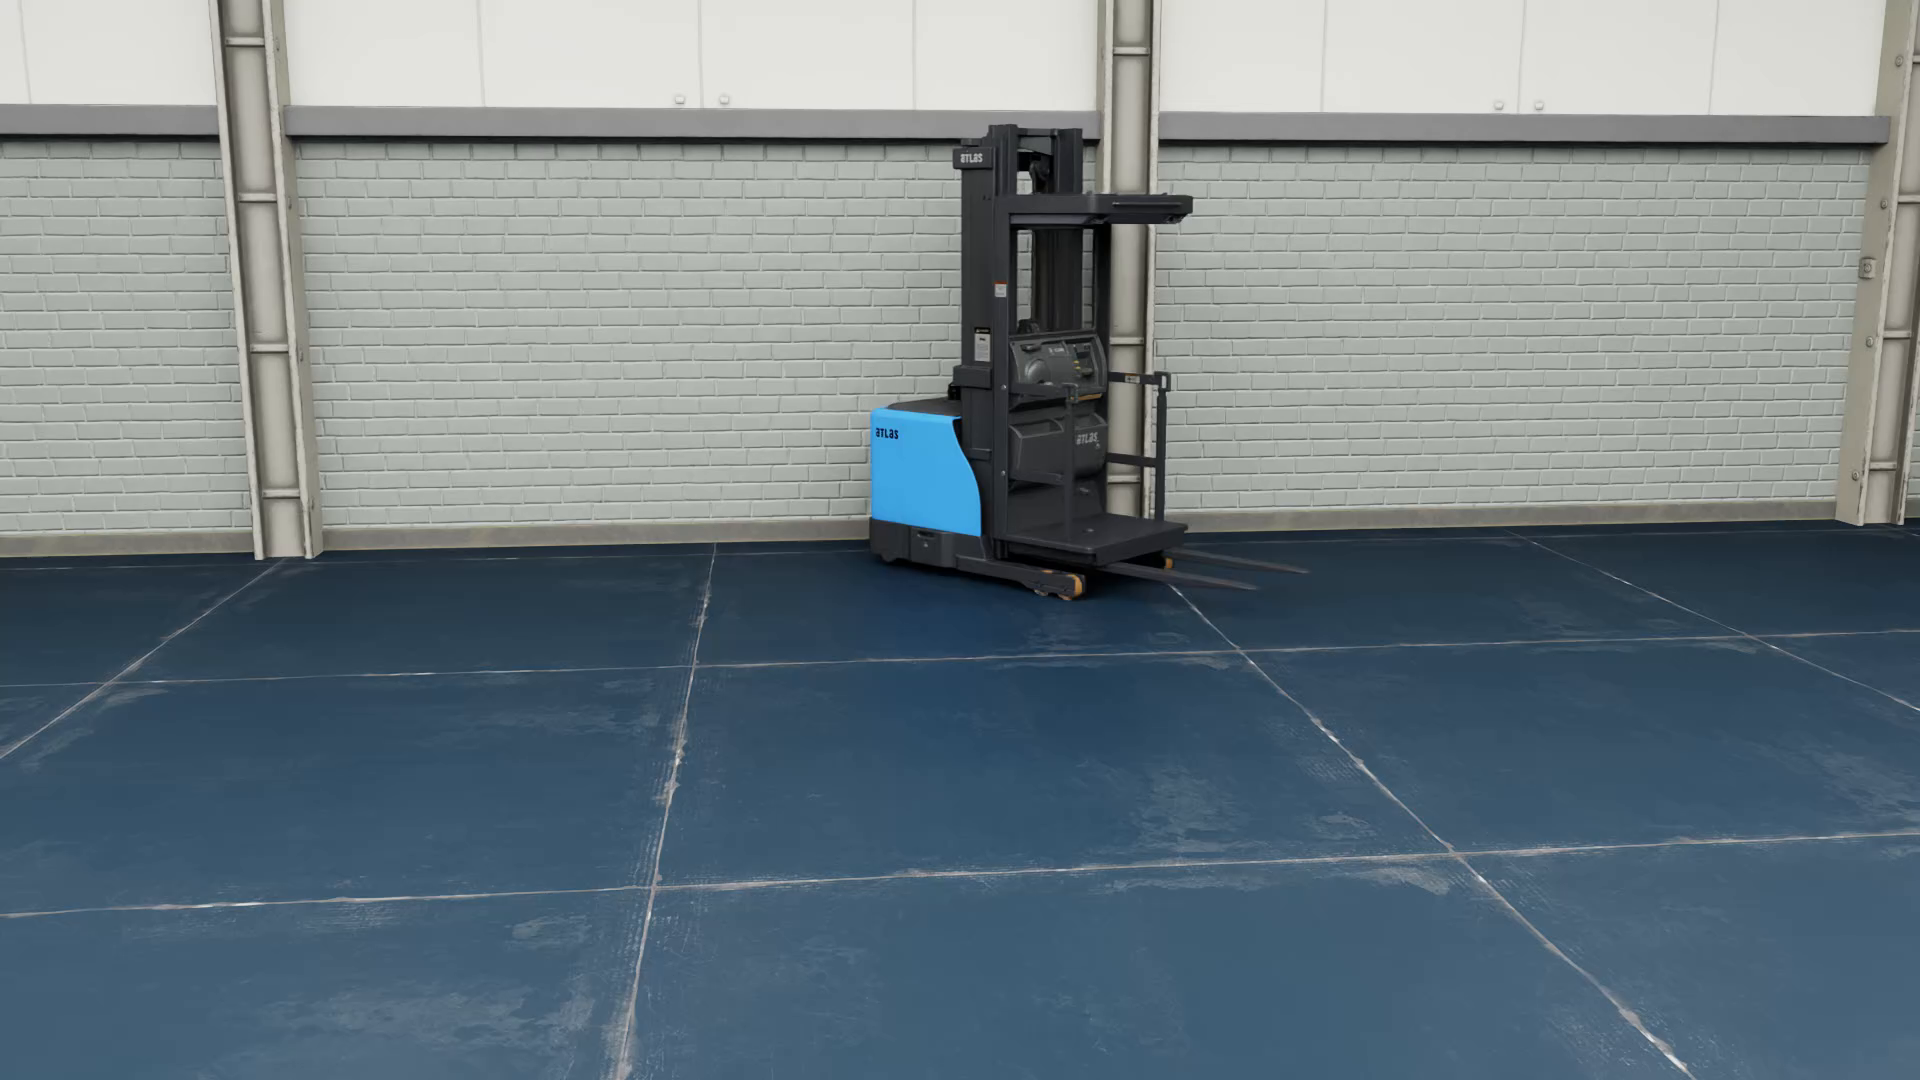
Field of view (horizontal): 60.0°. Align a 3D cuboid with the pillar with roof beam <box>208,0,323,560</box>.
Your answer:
[{"bbox_3d":[-4.305,-3.486,6.771,0.400,9.000,9.100,-1,11,-6],"label":"pillar with roof beam"}]

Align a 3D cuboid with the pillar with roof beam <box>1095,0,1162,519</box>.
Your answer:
[{"bbox_3d":[1.660,-3.611,7.407,0.400,9.000,9.100,-1,11,-6],"label":"pillar with roof beam"}]

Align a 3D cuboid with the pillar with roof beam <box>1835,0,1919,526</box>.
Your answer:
[{"bbox_3d":[7.625,-3.736,8.043,0.400,9.000,9.100,-1,11,-6],"label":"pillar with roof beam"}]

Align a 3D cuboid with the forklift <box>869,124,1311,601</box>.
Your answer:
[{"bbox_3d":[0.806,-1.172,10.729,3.031,2.935,1.130,10,15,41],"label":"forklift"}]
